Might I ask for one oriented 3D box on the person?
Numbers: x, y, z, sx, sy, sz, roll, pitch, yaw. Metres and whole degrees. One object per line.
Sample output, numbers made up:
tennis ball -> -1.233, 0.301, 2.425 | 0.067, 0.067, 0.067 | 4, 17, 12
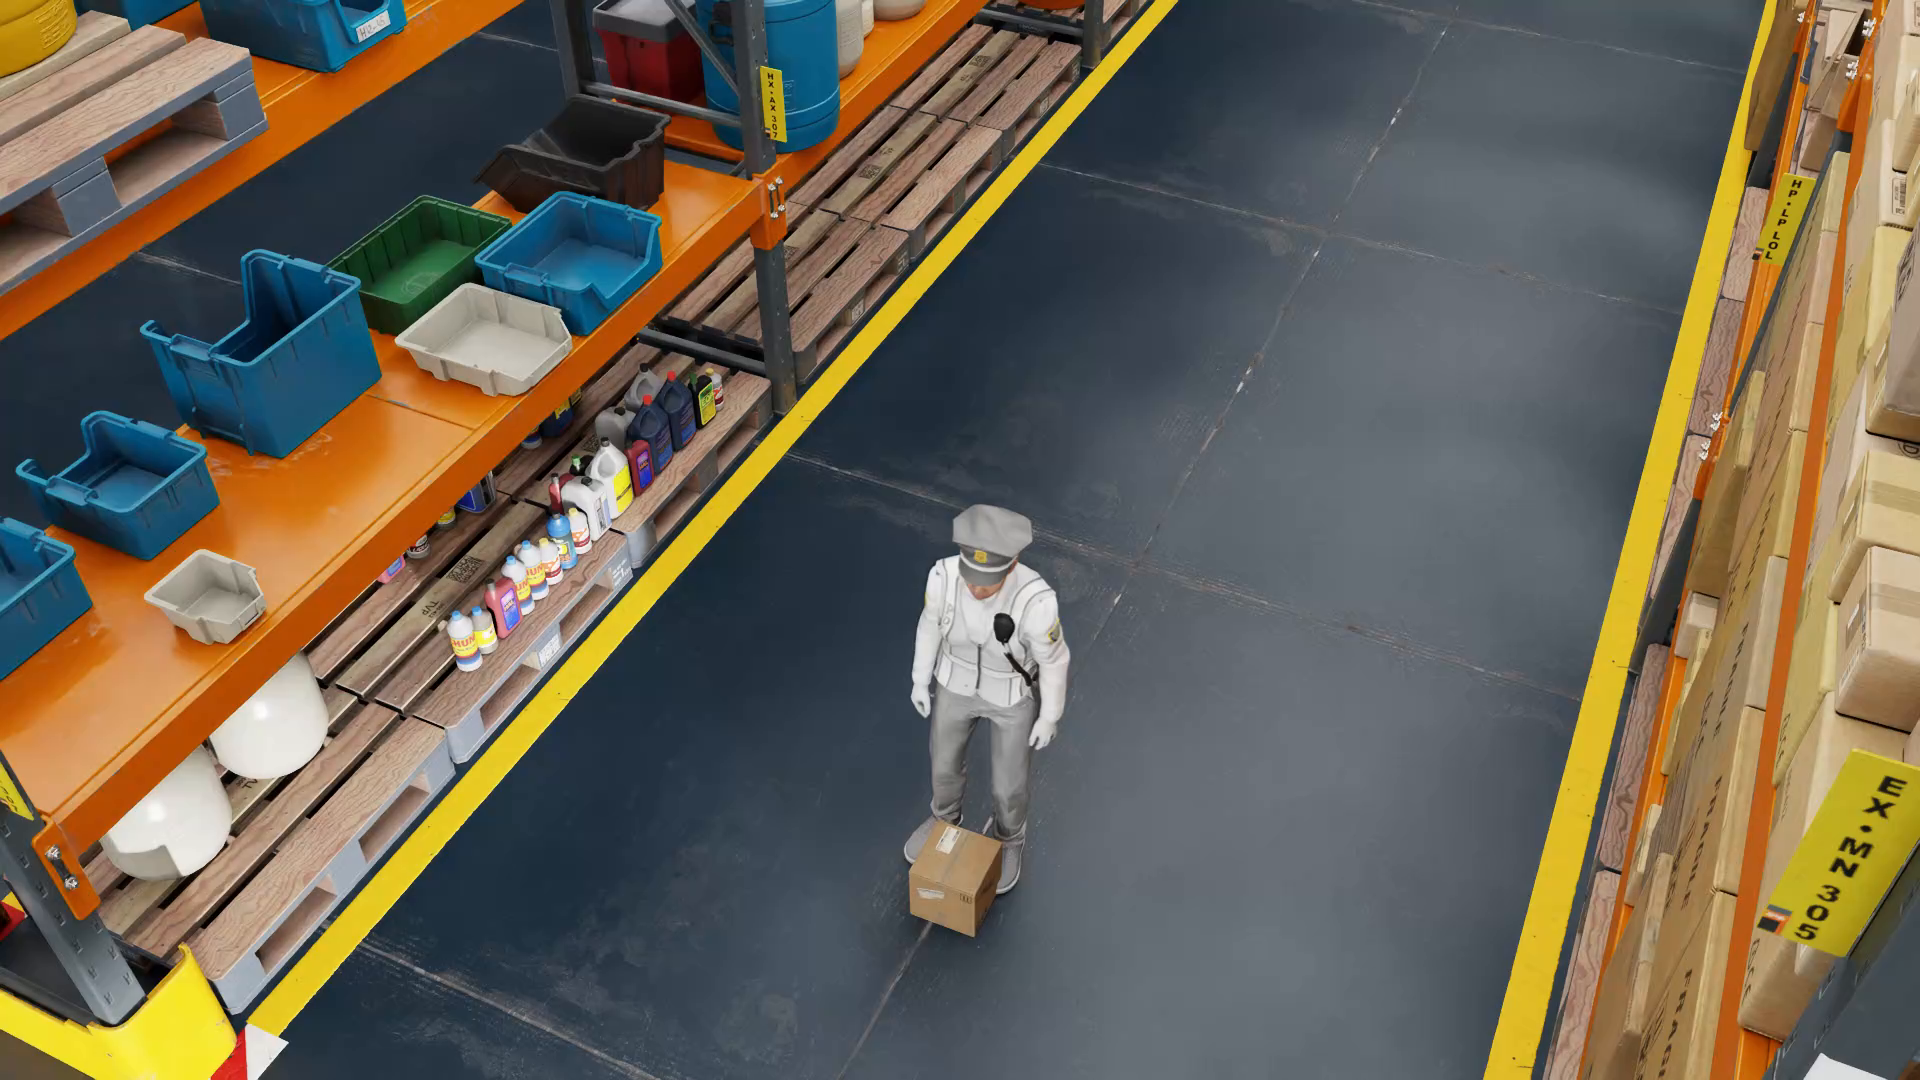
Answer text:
person -> 0.087, 0.527, 5.578 | 0.543, 1.662, 0.376 | 15, 44, 16
